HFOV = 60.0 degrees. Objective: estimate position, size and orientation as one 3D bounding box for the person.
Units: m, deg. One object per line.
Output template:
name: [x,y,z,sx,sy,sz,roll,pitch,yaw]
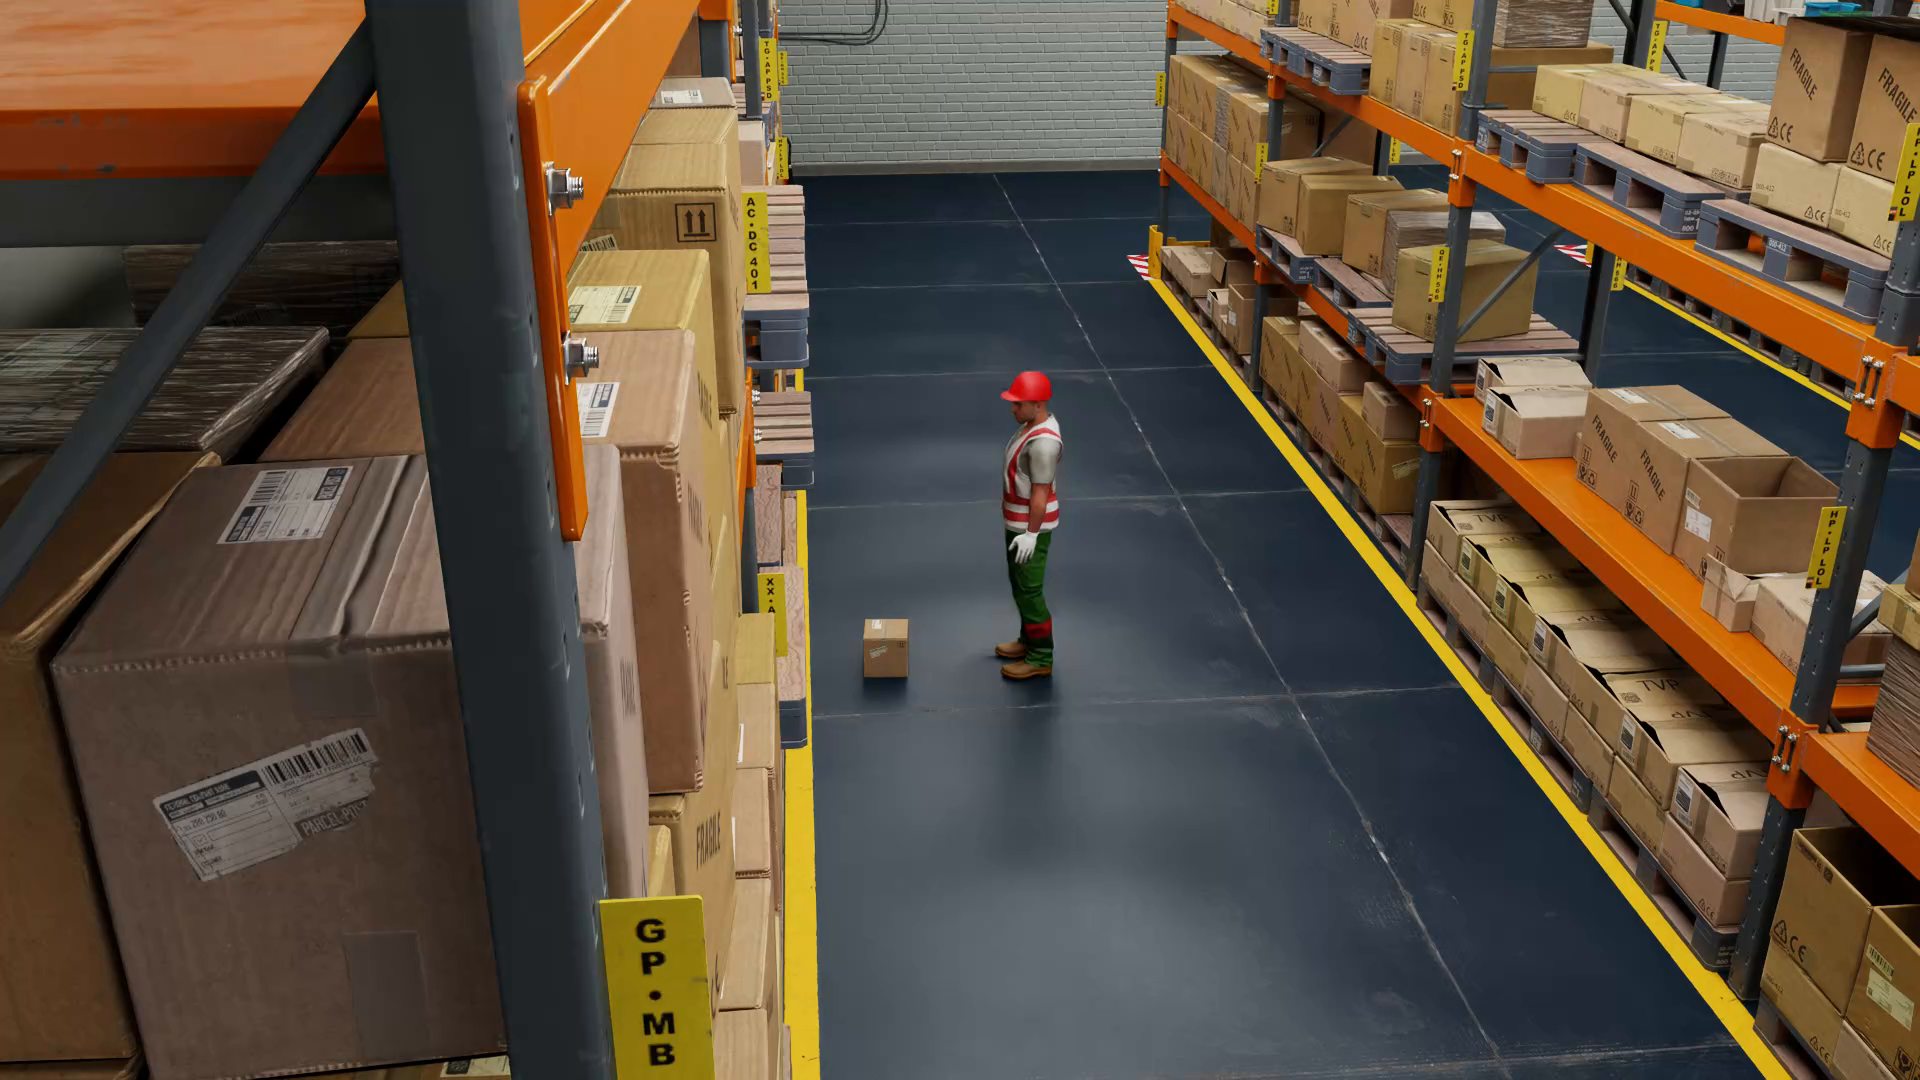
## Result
person: [0.387,-0.088,9.281,0.344,1.780,0.527,-2,24,-4]
